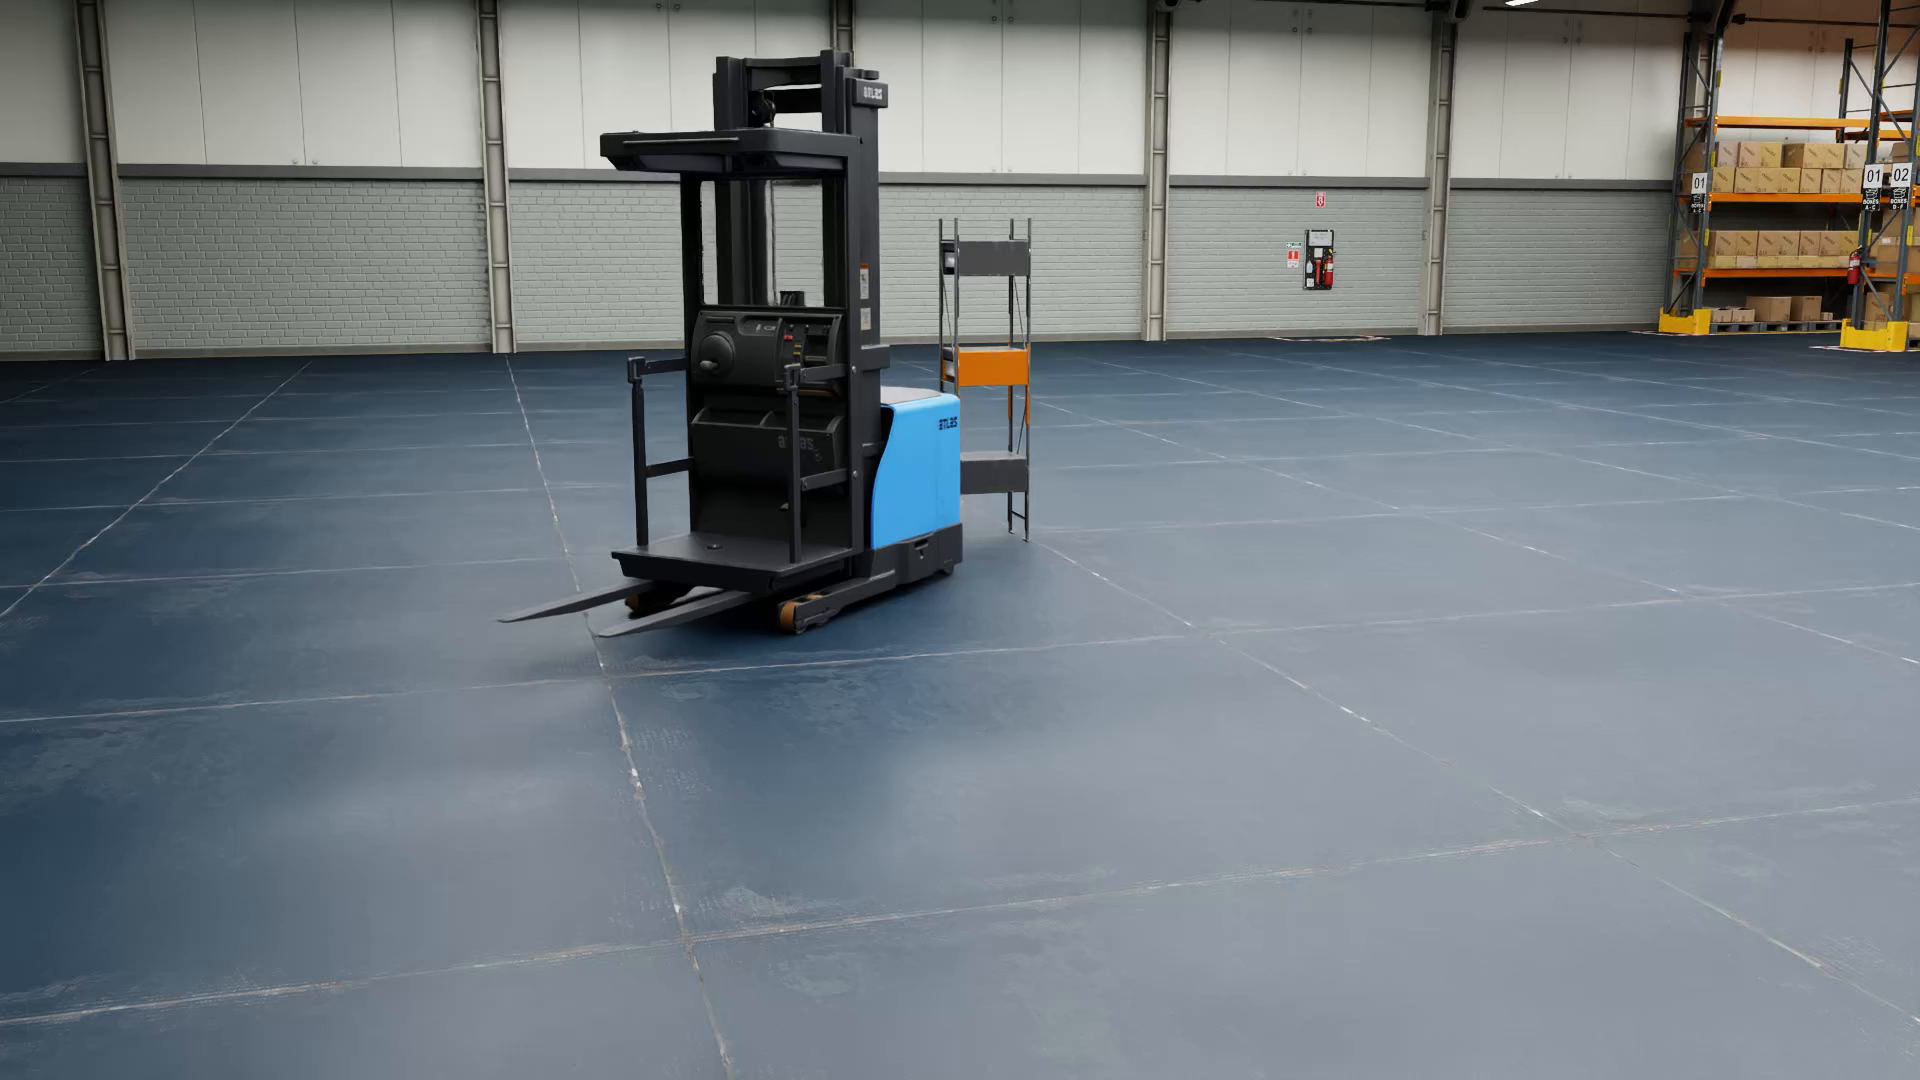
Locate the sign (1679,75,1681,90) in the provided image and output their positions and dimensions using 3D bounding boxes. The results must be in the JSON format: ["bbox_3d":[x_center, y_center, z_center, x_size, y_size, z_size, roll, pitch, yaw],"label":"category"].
[{"bbox_3d":[14.656,-9.313,33.763,0.005,0.325,0.100,-3,11,-16],"label":"sign"}]

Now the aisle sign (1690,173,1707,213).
[{"bbox_3d":[14.806,-6.951,33.337,0.004,0.787,0.394,-3,11,-16],"label":"aisle sign"}]

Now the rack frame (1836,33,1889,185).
[{"bbox_3d":[18.632,-8.881,34.432,0.127,3.000,1.000,-3,11,-16],"label":"rack frame"}]

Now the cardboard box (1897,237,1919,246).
[{"bbox_3d":[16.617,-5.218,29.036,0.250,0.149,0.380,-3,11,-16],"label":"cardboard box"}]

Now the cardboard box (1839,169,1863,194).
[{"bbox_3d":[18.214,-7.396,34.320,0.500,0.500,0.500,-3,11,-14],"label":"cardboard box"}]

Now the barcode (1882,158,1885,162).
[{"bbox_3d":[16.335,-6.727,29.413,0.075,0.075,0.001,-3,11,-16],"label":"barcode"}]

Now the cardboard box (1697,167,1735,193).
[{"bbox_3d":[15.183,-7.236,33.449,0.500,0.500,0.500,-3,11,-14],"label":"cardboard box"}]

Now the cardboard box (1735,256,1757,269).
[{"bbox_3d":[15.843,-5.662,33.878,0.500,0.250,0.500,-3,11,-18],"label":"cardboard box"}]

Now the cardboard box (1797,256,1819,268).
[{"bbox_3d":[17.303,-5.738,34.289,0.500,0.250,0.500,-3,11,-16],"label":"cardboard box"}]

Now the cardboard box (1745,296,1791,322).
[{"bbox_3d":[16.747,-4.792,34.479,0.500,0.500,0.700,-4,11,-20],"label":"cardboard box"}]

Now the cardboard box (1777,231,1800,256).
[{"bbox_3d":[16.801,-6.081,34.083,0.500,0.500,0.500,-3,11,-14],"label":"cardboard box"}]

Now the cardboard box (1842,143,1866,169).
[{"bbox_3d":[18.227,-7.884,34.208,0.500,0.500,0.500,-4,11,-21],"label":"cardboard box"}]

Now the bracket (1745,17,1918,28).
[{"bbox_3d":[18.193,-10.724,34.503,4.783,0.066,0.076,-3,11,-16],"label":"bracket"}]

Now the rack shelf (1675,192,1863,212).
[{"bbox_3d":[16.712,-6.951,34.219,4.000,0.370,1.077,-3,11,-16],"label":"rack shelf"}]

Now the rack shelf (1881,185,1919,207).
[{"bbox_3d":[18.100,-6.090,29.542,4.000,0.370,1.077,-3,11,-16],"label":"rack shelf"}]

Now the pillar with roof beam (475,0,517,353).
[{"bbox_3d":[-6.618,-6.901,23.679,0.400,9.000,9.100,-3,11,-16],"label":"pillar with roof beam"}]

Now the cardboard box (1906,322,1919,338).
[{"bbox_3d":[16.757,-3.710,29.347,0.500,0.250,0.500,-3,11,-16],"label":"cardboard box"}]

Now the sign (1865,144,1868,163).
[{"bbox_3d":[16.041,-6.834,29.371,0.005,0.325,0.100,-3,11,-16],"label":"sign"}]

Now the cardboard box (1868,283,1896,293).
[{"bbox_3d":[19.756,-5.349,35.436,0.500,0.250,0.500,-3,11,-17],"label":"cardboard box"}]

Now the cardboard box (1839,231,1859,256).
[{"bbox_3d":[18.265,-6.158,34.497,0.500,0.500,0.500,-3,11,-16],"label":"cardboard box"}]

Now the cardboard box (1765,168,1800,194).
[{"bbox_3d":[16.714,-7.314,33.877,0.500,0.500,0.500,-2,11,-12],"label":"cardboard box"}]

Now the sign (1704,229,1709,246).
[{"bbox_3d":[14.943,-6.059,33.285,0.005,0.325,0.100,-3,11,-16],"label":"sign"}]

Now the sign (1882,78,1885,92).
[{"bbox_3d":[18.766,-9.284,33.823,0.005,0.325,0.100,-3,11,-16],"label":"sign"}]

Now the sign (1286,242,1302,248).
[{"bbox_3d":[6.525,-5.759,32.479,0.331,0.109,0.001,-3,11,-16],"label":"sign"}]

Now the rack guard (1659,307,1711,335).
[{"bbox_3d":[14.865,-4.502,34.123,0.348,0.500,1.175,-3,11,-16],"label":"rack guard"}]

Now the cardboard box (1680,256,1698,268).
[{"bbox_3d":[15.186,-5.721,34.199,0.500,0.250,0.500,-3,11,-15],"label":"cardboard box"}]

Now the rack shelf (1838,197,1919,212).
[{"bbox_3d":[20.552,-7.153,35.319,4.000,0.370,1.077,-3,11,-16],"label":"rack shelf"}]

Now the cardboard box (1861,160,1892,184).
[{"bbox_3d":[19.179,-7.675,34.731,0.500,0.500,0.500,-1,11,-8],"label":"cardboard box"}]

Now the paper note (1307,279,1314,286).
[{"bbox_3d":[6.888,-5.062,32.689,0.142,0.148,0.016,-3,11,-16],"label":"paper note"}]

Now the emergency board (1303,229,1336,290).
[{"bbox_3d":[7.078,-5.492,32.592,0.643,1.169,0.194,-3,11,-16],"label":"emergency board"}]

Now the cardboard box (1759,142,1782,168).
[{"bbox_3d":[16.214,-7.776,33.621,0.500,0.500,0.500,-3,11,-14],"label":"cardboard box"}]

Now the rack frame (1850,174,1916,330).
[{"bbox_3d":[16.180,-4.867,29.199,0.127,3.000,1.000,-3,11,-16],"label":"rack frame"}]

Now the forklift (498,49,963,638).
[{"bbox_3d":[-1.139,-1.058,8.697,1.130,2.935,3.031,6,12,29],"label":"forklift"}]

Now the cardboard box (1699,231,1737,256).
[{"bbox_3d":[15.334,-6.005,33.667,0.500,0.500,0.500,-3,11,-16],"label":"cardboard box"}]

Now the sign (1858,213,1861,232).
[{"bbox_3d":[16.041,-5.648,29.589,0.005,0.325,0.100,-3,11,-16],"label":"sign"}]

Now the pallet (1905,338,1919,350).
[{"bbox_3d":[16.902,-3.542,29.701,1.213,0.211,1.003,-3,11,-16],"label":"pallet"}]

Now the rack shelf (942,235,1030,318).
[{"bbox_3d":[0.159,-1.716,10.778,0.480,0.518,0.431,-3,11,-16],"label":"rack shelf"}]

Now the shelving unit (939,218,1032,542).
[{"bbox_3d":[0.159,-1.041,10.902,0.503,2.100,0.431,-3,11,-16],"label":"shelving unit"}]

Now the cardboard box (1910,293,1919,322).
[{"bbox_3d":[17.236,-4.104,29.419,0.500,0.500,0.500,-3,11,-16],"label":"cardboard box"}]

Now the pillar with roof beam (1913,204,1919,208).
[{"bbox_3d":[22.186,-8.419,31.926,0.400,9.000,9.100,-3,11,-16],"label":"pillar with roof beam"}]

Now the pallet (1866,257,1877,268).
[{"bbox_3d":[19.407,-5.849,35.065,1.213,0.211,1.003,-3,11,-16],"label":"pallet"}]
